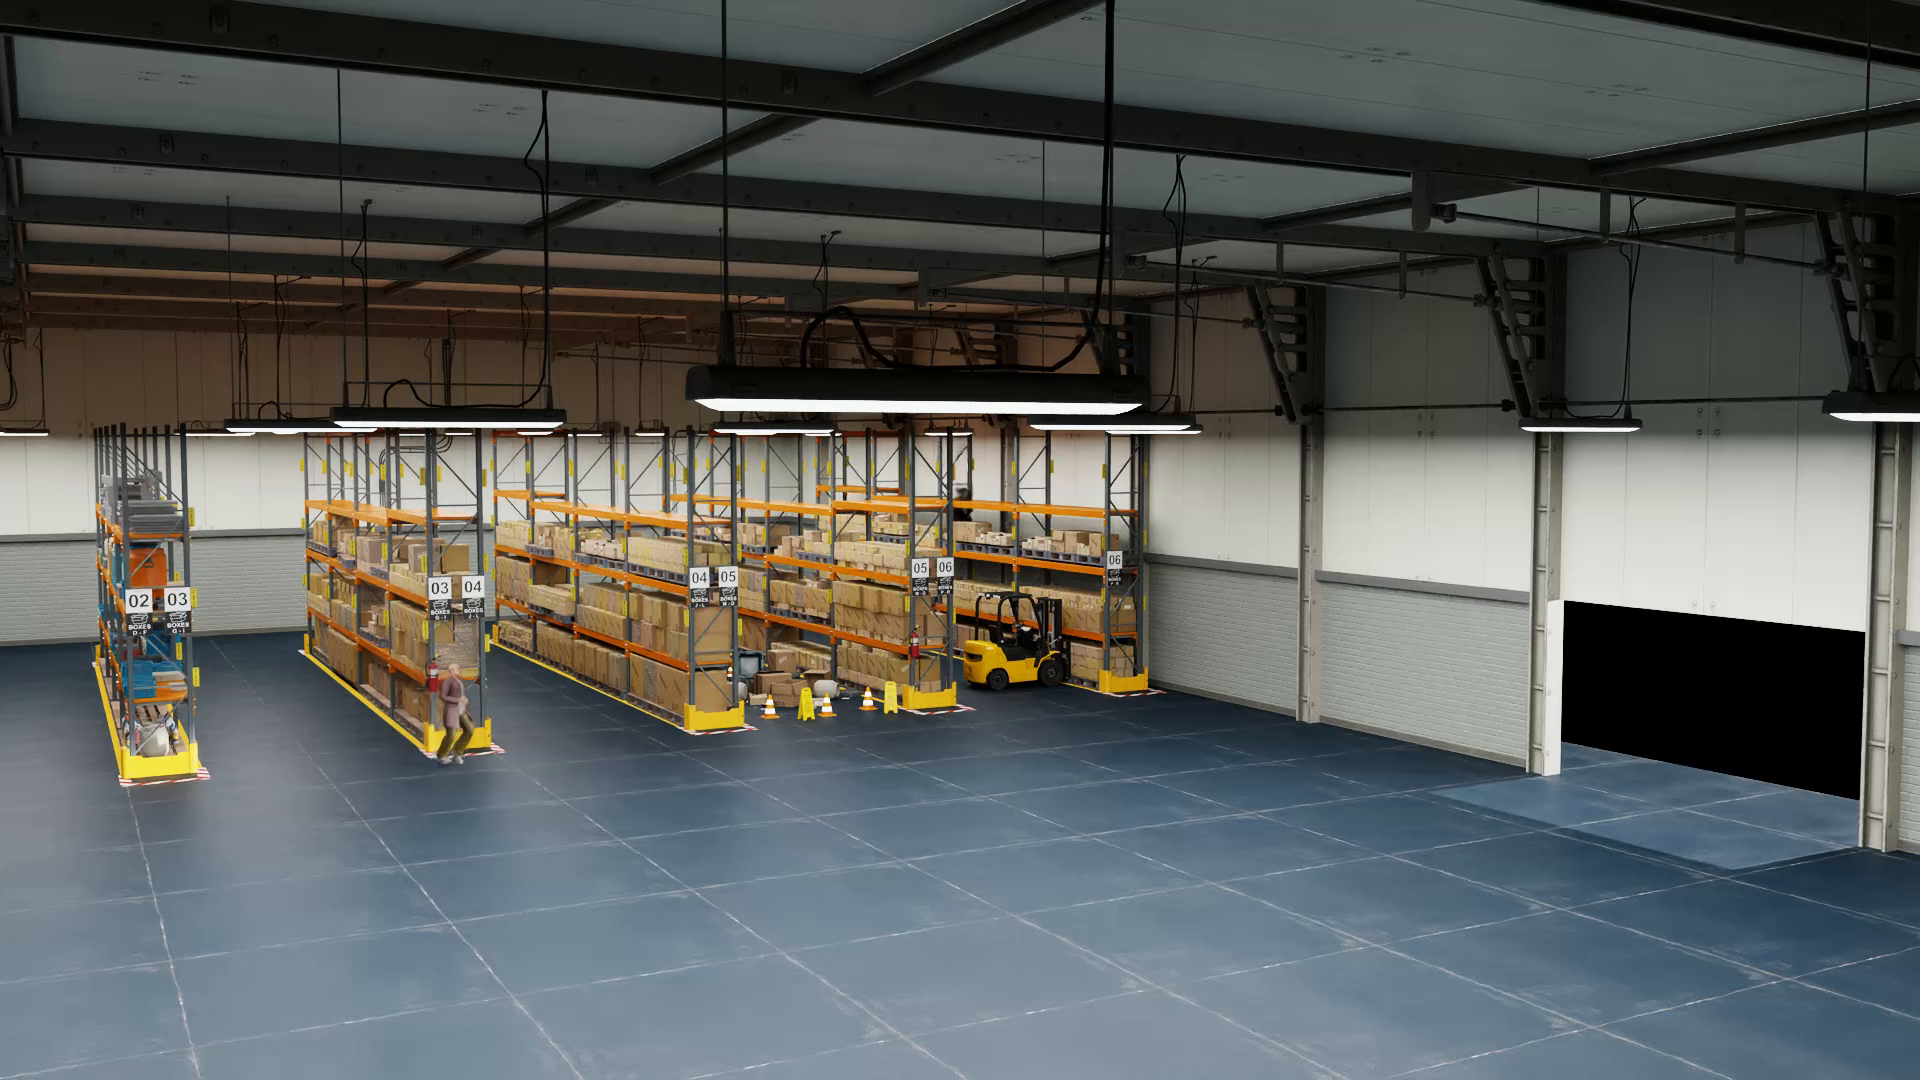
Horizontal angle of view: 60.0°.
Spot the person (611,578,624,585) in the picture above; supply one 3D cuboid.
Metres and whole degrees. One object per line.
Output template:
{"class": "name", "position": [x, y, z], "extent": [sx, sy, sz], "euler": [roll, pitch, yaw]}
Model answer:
{"class": "person", "position": [-10.041, 1.868, 49.993], "extent": [0.910, 1.728, 0.670], "euler": [-1, 4, -18]}

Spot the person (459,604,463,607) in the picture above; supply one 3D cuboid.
{"class": "person", "position": [-13.116, 2.176, 44.411], "extent": [0.618, 1.672, 0.927], "euler": [-2, 4, -32]}

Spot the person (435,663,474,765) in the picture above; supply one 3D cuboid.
{"class": "person", "position": [-8.875, 3.117, 29.307], "extent": [0.710, 1.723, 0.715], "euler": [1, 4, 19]}

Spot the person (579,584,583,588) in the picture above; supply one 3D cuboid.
{"class": "person", "position": [-10.645, 2.103, 46.939], "extent": [0.616, 1.724, 0.792], "euler": [-2, 4, -34]}
